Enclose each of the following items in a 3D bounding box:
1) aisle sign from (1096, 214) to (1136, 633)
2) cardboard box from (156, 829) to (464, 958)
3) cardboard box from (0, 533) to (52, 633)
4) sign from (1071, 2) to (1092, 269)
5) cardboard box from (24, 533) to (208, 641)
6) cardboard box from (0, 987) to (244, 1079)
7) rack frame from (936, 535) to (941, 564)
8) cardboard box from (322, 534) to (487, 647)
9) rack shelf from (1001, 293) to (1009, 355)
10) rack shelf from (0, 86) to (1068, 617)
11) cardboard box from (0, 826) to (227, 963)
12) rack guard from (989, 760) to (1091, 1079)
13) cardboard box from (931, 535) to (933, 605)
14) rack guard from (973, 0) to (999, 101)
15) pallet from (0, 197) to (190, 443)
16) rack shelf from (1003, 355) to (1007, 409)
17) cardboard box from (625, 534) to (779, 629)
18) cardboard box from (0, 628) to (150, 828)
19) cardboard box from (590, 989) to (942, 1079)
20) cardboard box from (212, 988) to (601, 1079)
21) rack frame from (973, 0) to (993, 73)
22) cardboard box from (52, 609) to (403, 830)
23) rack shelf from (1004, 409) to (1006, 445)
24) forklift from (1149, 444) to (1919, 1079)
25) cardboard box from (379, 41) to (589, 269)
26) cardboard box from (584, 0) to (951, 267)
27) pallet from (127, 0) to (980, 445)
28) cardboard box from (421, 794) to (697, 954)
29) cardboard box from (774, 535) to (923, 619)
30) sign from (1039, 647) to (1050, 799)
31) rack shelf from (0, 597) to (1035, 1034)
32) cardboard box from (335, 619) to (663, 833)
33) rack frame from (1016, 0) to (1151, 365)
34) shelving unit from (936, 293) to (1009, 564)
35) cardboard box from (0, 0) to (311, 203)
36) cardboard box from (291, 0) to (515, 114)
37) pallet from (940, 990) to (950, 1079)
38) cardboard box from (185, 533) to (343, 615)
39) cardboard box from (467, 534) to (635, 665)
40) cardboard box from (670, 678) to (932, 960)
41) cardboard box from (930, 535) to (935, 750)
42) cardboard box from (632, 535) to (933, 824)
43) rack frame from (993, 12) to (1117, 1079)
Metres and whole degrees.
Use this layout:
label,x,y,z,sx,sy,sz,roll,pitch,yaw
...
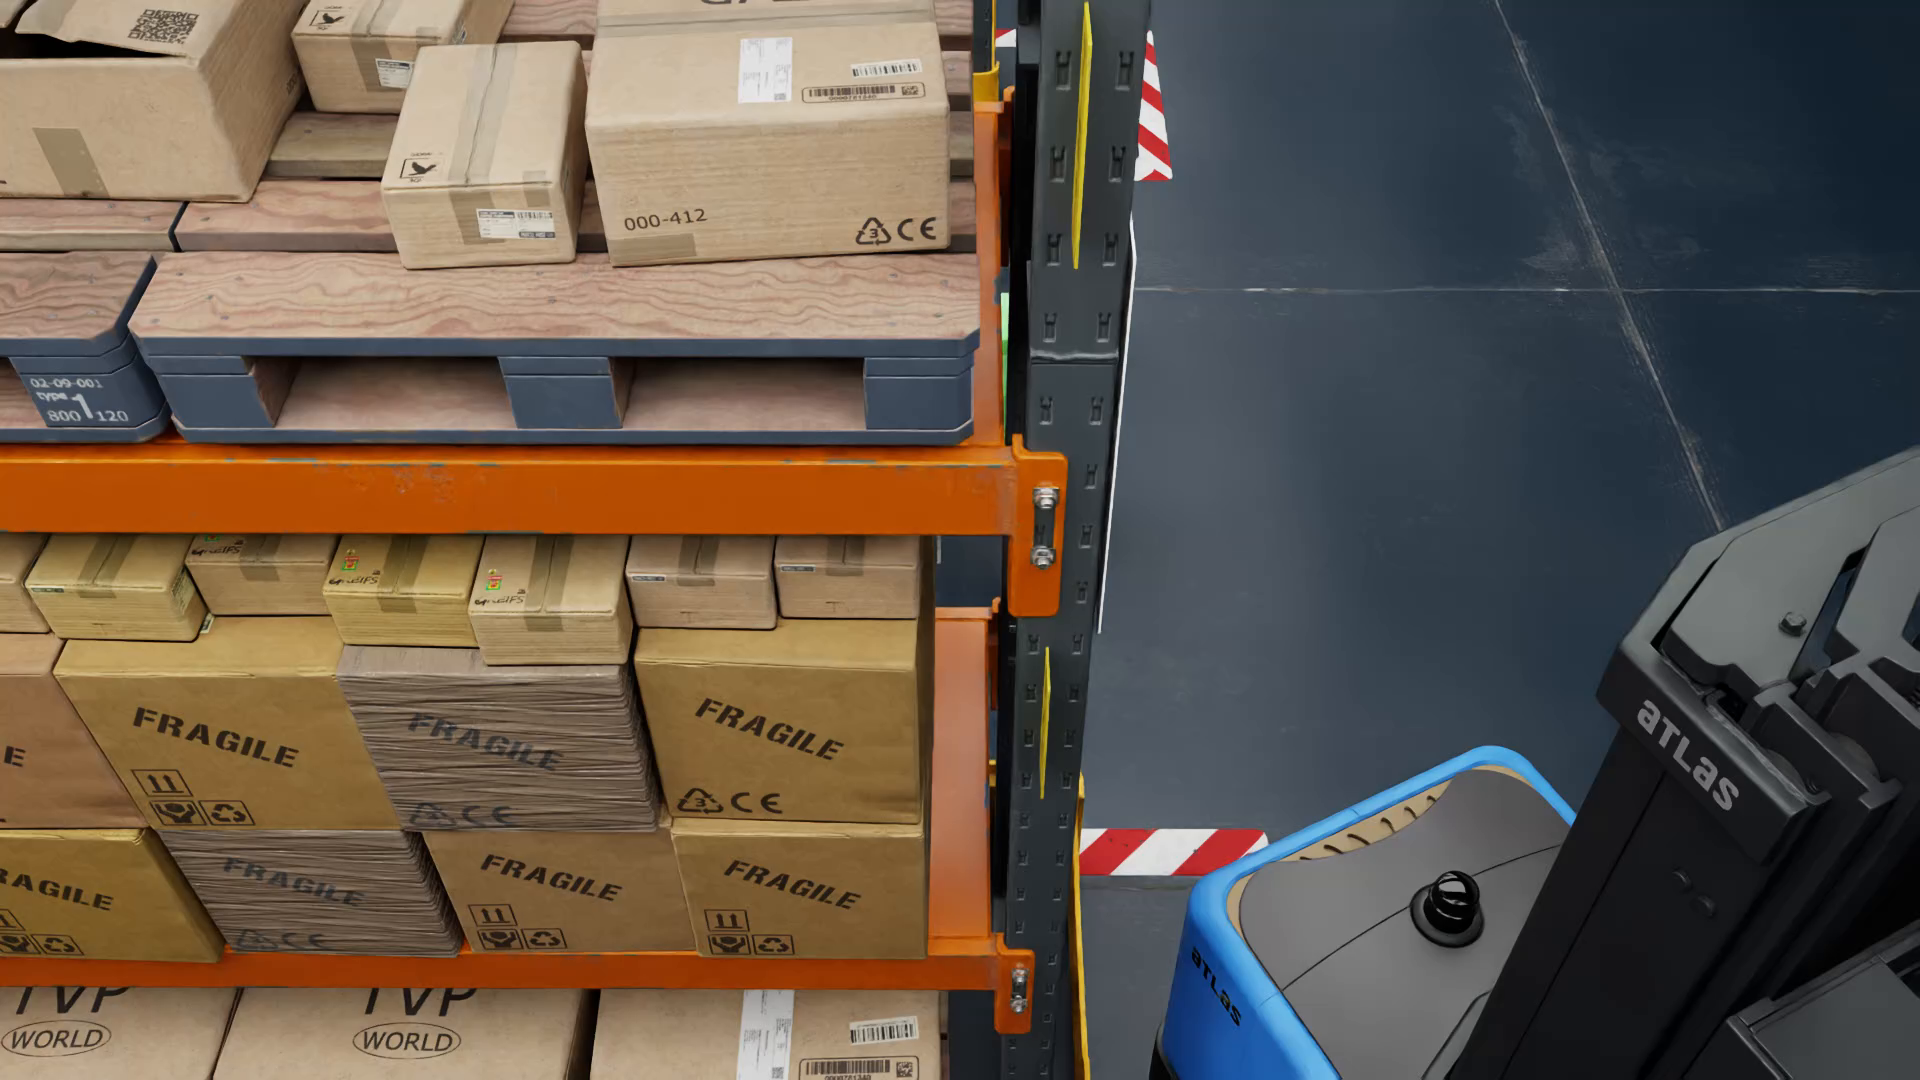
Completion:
label,x,y,z,sx,sy,sz,roll,pitch,yaw
aisle sign,0.236,-0.255,2.662,0.004,0.787,0.394,0,47,0
cardboard box,-1.334,0.556,3.615,0.500,0.500,0.500,1,47,1
cardboard box,-1.733,-0.024,3.028,0.250,0.149,0.380,2,47,1
sign,0.150,-0.495,2.062,0.005,0.325,0.100,0,47,0
cardboard box,-1.470,-0.009,3.015,0.250,0.149,0.380,1,47,1
cardboard box,-2.312,1.205,4.542,0.875,0.438,0.875,-1,47,-1
rack frame,-0.078,-0.409,5.811,0.015,1.200,0.240,0,47,0
cardboard box,-0.958,0.001,3.005,0.250,0.149,0.380,1,47,1
rack shelf,0.166,-0.692,5.506,0.480,0.148,0.258,0,47,0
rack shelf,-1.834,-0.378,2.995,4.000,0.370,1.077,0,47,0
cardboard box,-1.850,0.564,3.608,0.500,0.500,0.500,1,47,1
rack guard,0.190,1.256,4.740,0.348,0.500,1.175,0,47,0
cardboard box,-0.313,-0.180,3.617,0.500,0.500,0.500,-1,47,-1
rack guard,0.007,-2.368,8.113,0.348,0.500,1.175,0,47,0
pallet,-1.799,-0.583,2.755,1.213,0.211,1.003,0,47,0
rack shelf,0.166,-0.528,5.681,0.480,0.148,0.258,0,47,0
cardboard box,-0.448,-0.029,3.033,0.250,0.149,0.380,1,47,1
cardboard box,-1.837,0.216,3.248,0.500,0.500,0.500,0,47,0
cardboard box,-0.495,1.205,4.542,0.875,0.438,0.875,-1,47,-1
cardboard box,-1.410,1.209,4.539,0.875,0.438,0.875,1,47,1
rack frame,0.083,-3.220,7.198,0.127,3.000,1.000,0,47,0
cardboard box,-1.335,0.219,3.246,0.500,0.500,0.500,0,47,0
rack shelf,0.166,-0.365,5.857,0.480,0.148,0.258,0,47,0
forklift,1.656,1.366,2.976,1.130,2.935,3.031,-21,50,-18
cardboard box,-0.704,-0.587,2.515,0.250,0.149,0.380,-3,47,-3
cardboard box,-0.285,-0.679,2.531,0.500,0.250,0.500,-4,47,-3
pallet,-0.576,-0.582,2.754,1.213,0.211,1.003,0,47,0
cardboard box,-0.820,0.550,3.621,0.500,0.500,0.500,-1,47,-1
cardboard box,-0.194,-0.046,3.049,0.250,0.149,0.380,1,47,1
sign,0.150,0.326,2.944,0.005,0.325,0.100,0,47,0
rack shelf,-1.834,0.644,4.093,4.000,0.370,1.077,0,47,0
cardboard box,-0.840,0.222,3.242,0.500,0.500,0.500,0,47,0
rack frame,0.166,-1.640,1.629,0.127,3.000,1.000,0,47,0
shelving unit,0.166,-0.408,5.810,0.503,1.200,0.258,0,47,0
cardboard box,-1.331,-0.805,2.607,0.500,0.311,0.500,1,47,1
cardboard box,-0.922,-0.881,2.788,0.250,0.149,0.380,2,47,2
pallet,-0.634,1.409,4.794,1.213,0.211,1.003,0,47,0
cardboard box,-1.219,-0.052,3.054,0.250,0.149,0.380,0,47,0
cardboard box,-0.706,0.032,2.977,0.250,0.149,0.380,0,47,0
cardboard box,-0.318,0.562,3.609,0.500,0.500,0.500,0,47,0
cardboard box,-0.313,0.159,3.985,0.500,0.500,0.500,0,47,0
cardboard box,-0.317,0.202,3.261,0.500,0.500,0.500,2,47,1
rack frame,0.166,0.404,3.825,0.127,3.000,1.000,0,47,0
